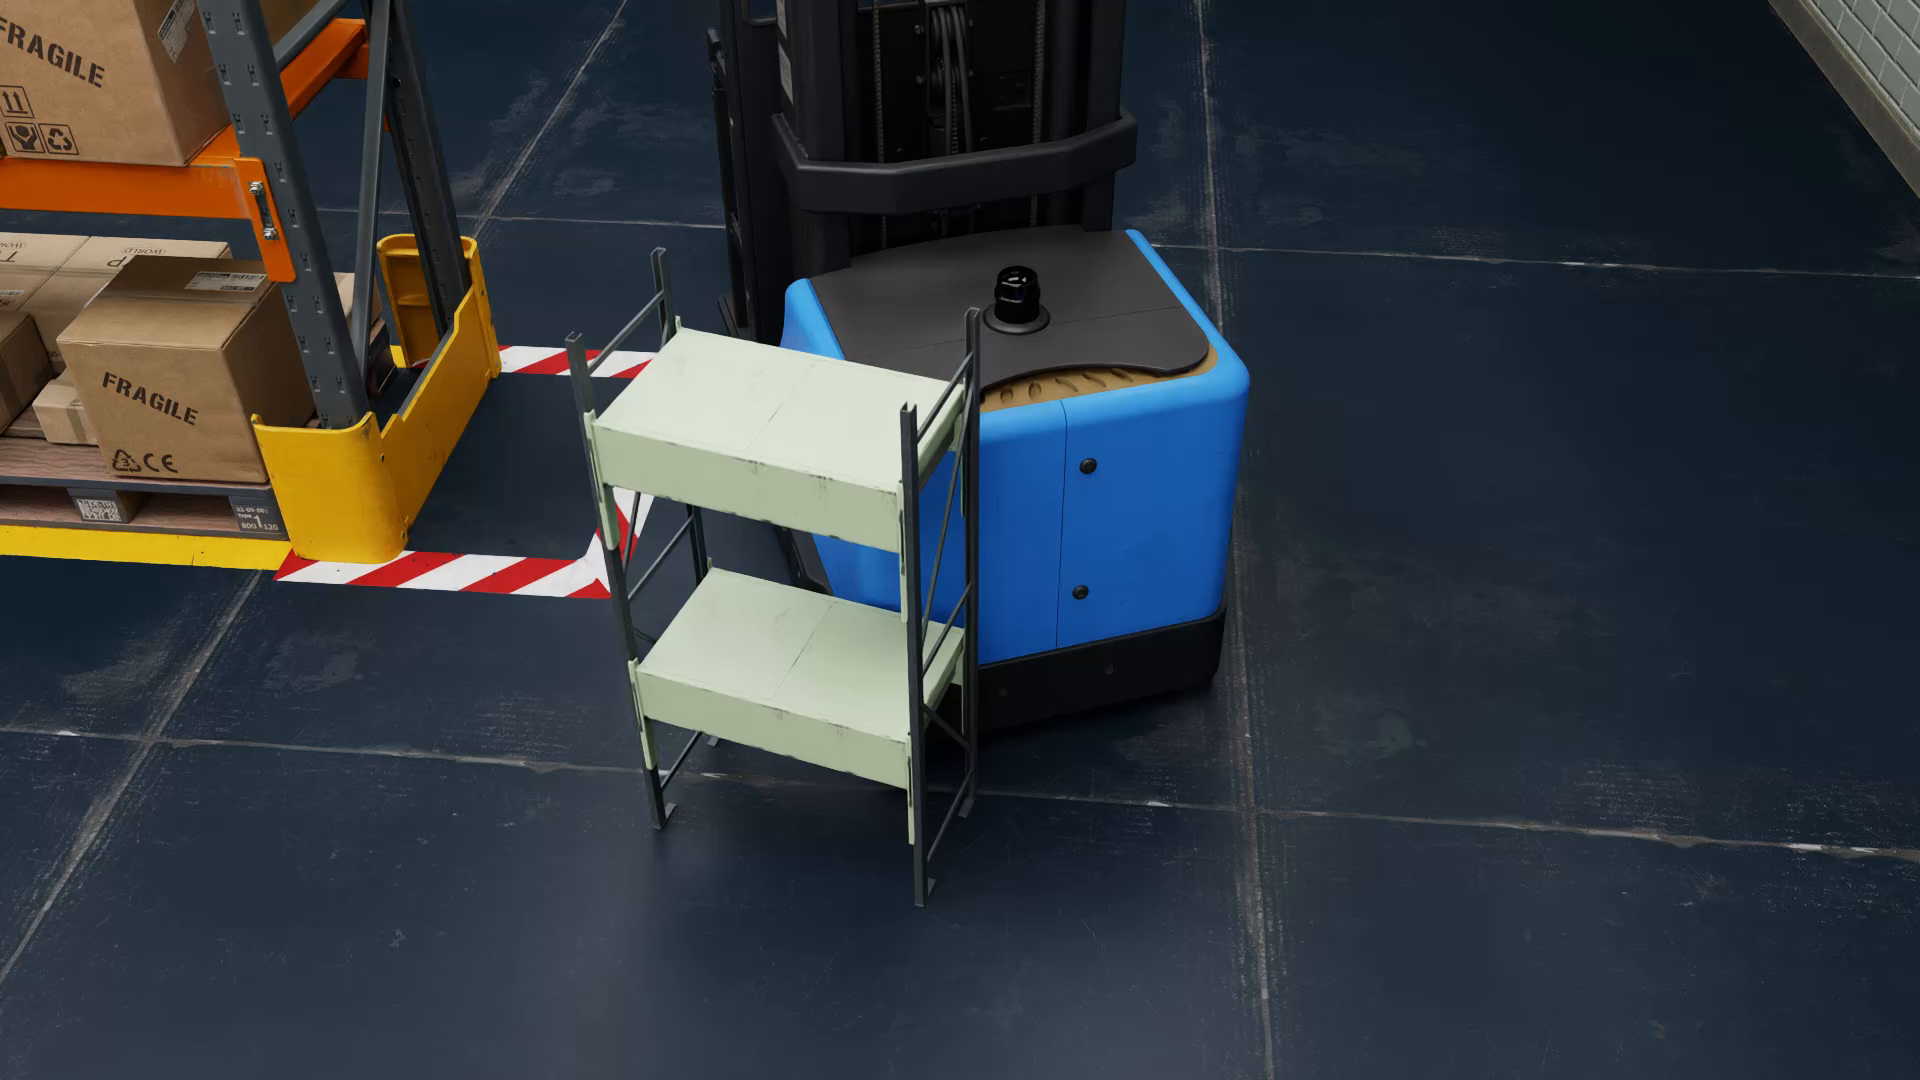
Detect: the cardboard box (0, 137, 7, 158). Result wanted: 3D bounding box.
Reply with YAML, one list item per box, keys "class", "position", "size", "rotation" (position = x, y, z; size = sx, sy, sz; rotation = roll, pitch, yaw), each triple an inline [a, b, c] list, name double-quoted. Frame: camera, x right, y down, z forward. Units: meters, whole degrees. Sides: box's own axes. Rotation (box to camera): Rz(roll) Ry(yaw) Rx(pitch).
- class: "cardboard box"
  position: [-2.784, -1.376, 4.486]
  size: [0.500, 0.500, 0.500]
  rotation: [3, 39, 4]

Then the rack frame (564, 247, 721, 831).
- class: "rack frame"
  position: [-0.722, 0.055, 3.991]
  size: [0.023, 1.500, 0.400]
  rotation: [13, 41, 15]

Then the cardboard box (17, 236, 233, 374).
- class: "cardboard box"
  position: [-2.813, -0.798, 5.684]
  size: [0.500, 0.250, 0.500]
  rotation: [3, 39, 4]

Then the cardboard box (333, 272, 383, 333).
- class: "cardboard box"
  position: [-2.185, -0.762, 5.720]
  size: [0.250, 0.149, 0.380]
  rotation: [3, 39, 4]

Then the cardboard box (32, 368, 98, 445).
- class: "cardboard box"
  position: [-2.756, -0.483, 5.364]
  size: [0.250, 0.166, 0.380]
  rotation: [3, 39, 4]

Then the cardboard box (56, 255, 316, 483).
- class: "cardboard box"
  position: [-2.360, -0.534, 5.162]
  size: [0.500, 0.500, 0.500]
  rotation: [3, 39, 4]

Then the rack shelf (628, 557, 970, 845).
- class: "rack shelf"
  position: [-0.377, 0.386, 4.101]
  size: [0.720, 0.370, 0.431]
  rotation: [13, 41, 15]

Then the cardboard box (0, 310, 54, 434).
- class: "cardboard box"
  position: [-3.304, -0.508, 5.327]
  size: [0.500, 0.250, 0.500]
  rotation: [3, 39, 4]

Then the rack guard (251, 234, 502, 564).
- class: "rack guard"
  position: [-1.873, -0.493, 5.460]
  size: [0.348, 0.500, 1.175]
  rotation: [3, 39, 4]

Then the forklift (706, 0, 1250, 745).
- class: "forklift"
  position: [-0.180, -1.514, 4.788]
  size: [1.130, 2.935, 3.031]
  rotation: [-11, 40, -13]

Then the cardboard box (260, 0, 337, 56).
- class: "cardboard box"
  position: [-2.217, -1.687, 4.867]
  size: [0.500, 0.500, 0.500]
  rotation: [4, 39, 5]

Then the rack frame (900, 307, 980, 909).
- class: "rack frame"
  position: [-0.034, 0.214, 3.796]
  size: [0.023, 1.500, 0.400]
  rotation: [13, 41, 15]

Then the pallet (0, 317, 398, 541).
- class: "pallet"
  position: [-2.667, -0.424, 5.603]
  size: [1.213, 0.211, 1.003]
  rotation: [3, 39, 4]

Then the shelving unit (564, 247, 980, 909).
- class: "shelving unit"
  position: [-0.378, 0.135, 3.894]
  size: [0.755, 1.500, 0.431]
  rotation: [13, 41, 15]

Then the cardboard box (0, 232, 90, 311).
- class: "cardboard box"
  position: [-3.311, -0.825, 5.717]
  size: [0.500, 0.250, 0.500]
  rotation: [3, 39, 4]

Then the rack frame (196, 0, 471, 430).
- class: "rack frame"
  position: [-1.797, -1.458, 4.665]
  size: [0.127, 3.000, 1.000]
  rotation: [3, 39, 4]

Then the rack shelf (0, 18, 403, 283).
- class: "rack shelf"
  position: [-3.790, -1.288, 5.026]
  size: [4.000, 0.370, 1.077]
  rotation: [3, 39, 4]

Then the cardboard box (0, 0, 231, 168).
- class: "cardboard box"
  position: [-2.267, -1.350, 4.454]
  size: [0.500, 0.500, 0.500]
  rotation: [4, 39, 5]

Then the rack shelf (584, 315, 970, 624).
- class: "rack shelf"
  position: [-0.379, -0.166, 3.645]
  size: [0.720, 0.370, 0.431]
  rotation: [13, 41, 15]
